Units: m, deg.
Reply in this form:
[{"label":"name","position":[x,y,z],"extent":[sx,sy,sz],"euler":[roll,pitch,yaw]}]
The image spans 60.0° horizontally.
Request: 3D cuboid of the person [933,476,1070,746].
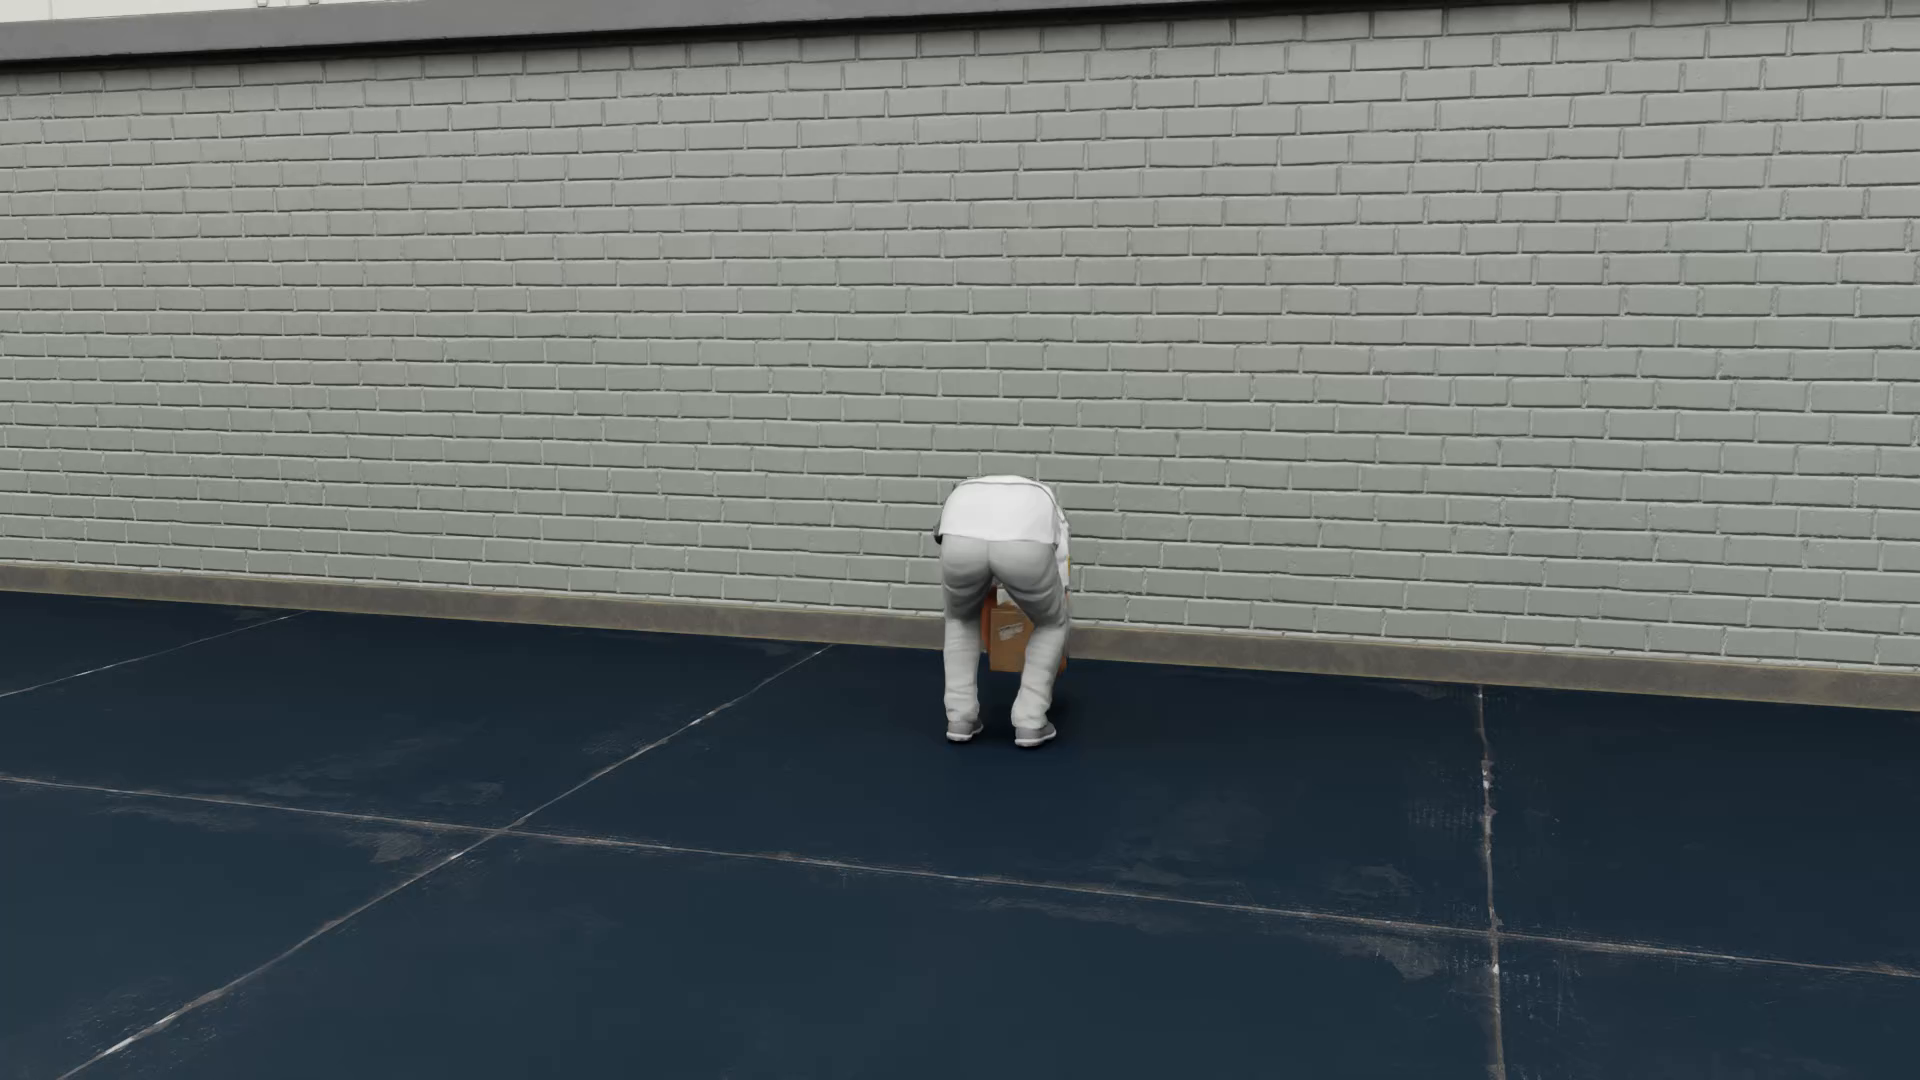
[{"label":"person","position":[0.207,0.236,6.470],"extent":[0.480,1.014,0.950],"euler":[2,9,14]}]
